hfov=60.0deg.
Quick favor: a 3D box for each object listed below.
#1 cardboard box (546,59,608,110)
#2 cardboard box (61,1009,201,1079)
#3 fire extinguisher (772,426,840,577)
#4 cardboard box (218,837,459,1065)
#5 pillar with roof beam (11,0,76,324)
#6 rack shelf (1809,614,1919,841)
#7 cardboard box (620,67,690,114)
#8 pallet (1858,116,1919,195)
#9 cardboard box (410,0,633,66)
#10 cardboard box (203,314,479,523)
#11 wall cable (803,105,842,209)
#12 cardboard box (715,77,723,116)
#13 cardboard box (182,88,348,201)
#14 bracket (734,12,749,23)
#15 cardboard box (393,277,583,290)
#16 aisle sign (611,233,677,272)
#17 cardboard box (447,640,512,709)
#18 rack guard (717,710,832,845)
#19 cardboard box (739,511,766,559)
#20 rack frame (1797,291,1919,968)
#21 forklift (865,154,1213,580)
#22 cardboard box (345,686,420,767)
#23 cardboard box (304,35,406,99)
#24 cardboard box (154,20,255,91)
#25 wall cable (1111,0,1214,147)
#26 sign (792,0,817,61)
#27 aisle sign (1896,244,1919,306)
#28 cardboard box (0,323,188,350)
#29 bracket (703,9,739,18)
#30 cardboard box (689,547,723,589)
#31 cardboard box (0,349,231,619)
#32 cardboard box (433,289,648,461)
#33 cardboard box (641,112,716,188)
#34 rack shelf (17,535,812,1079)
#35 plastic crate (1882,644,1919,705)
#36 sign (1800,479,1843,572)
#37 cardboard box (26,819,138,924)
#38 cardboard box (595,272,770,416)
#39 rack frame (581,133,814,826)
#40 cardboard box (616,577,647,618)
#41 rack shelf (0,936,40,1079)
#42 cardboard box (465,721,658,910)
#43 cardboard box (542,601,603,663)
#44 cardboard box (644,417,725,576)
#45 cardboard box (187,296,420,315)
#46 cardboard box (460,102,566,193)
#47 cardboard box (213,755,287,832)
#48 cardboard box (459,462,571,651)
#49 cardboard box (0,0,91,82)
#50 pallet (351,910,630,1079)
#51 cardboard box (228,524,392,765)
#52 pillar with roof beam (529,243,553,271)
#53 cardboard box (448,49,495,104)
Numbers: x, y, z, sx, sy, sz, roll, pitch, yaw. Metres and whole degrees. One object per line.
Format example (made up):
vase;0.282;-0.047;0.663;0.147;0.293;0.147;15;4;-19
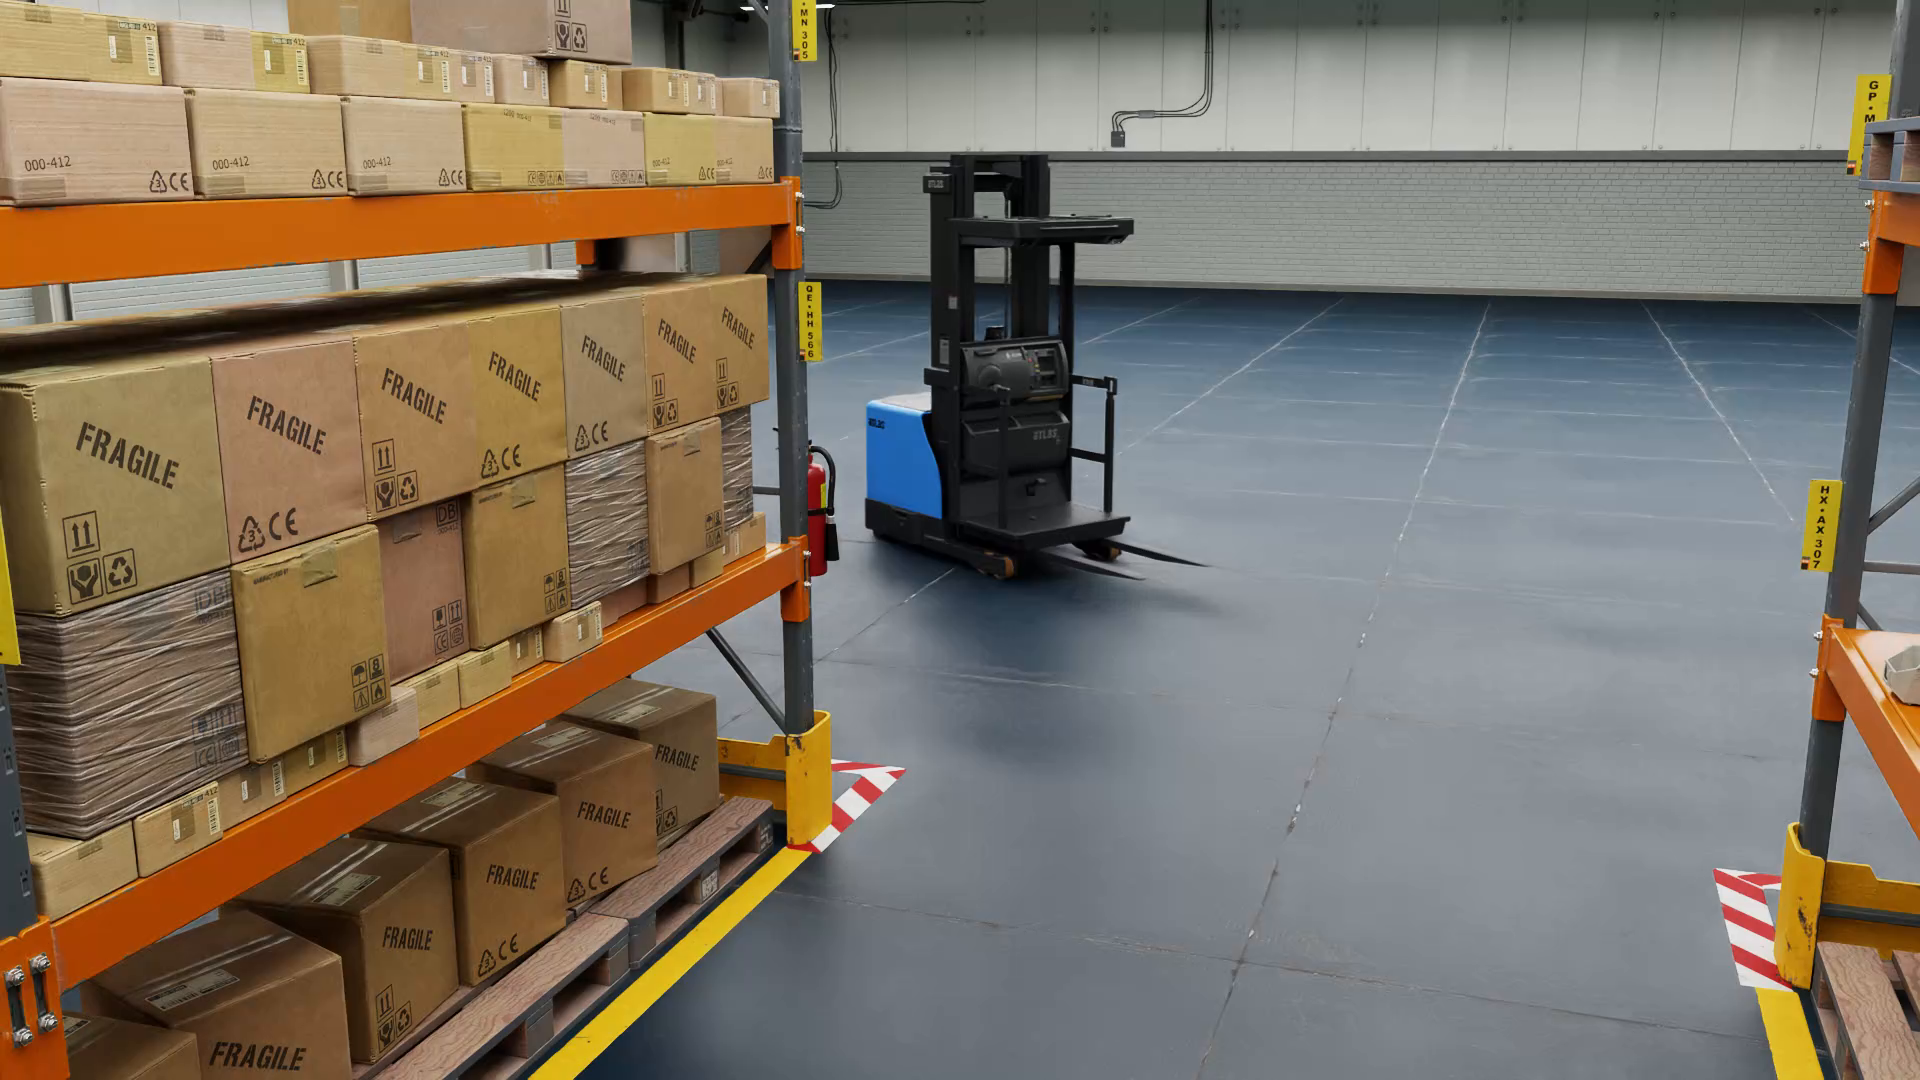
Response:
cardboard box;-1.362;-1.461;5.347;0.380;0.149;0.250;4;13;16
cardboard box;-2.266;1.543;4.158;0.500;0.500;0.500;4;13;17
fire extinguisher;-0.666;-0.185;7.229;0.296;0.674;0.183;4;14;18
cardboard box;-1.962;1.286;5.287;0.500;0.500;0.500;3;13;13
pillar with roof beam;-8.336;-6.361;20.635;9.100;9.000;0.400;4;14;18
rack shelf;2.900;0.897;3.933;1.077;0.370;4.000;4;14;18
cardboard box;-1.173;-1.568;5.815;0.380;0.149;0.250;4;14;19
pallet;3.187;-1.078;4.653;1.003;0.211;1.213;4;14;18
cardboard box;-1.402;-1.787;5.317;0.500;0.500;0.500;4;14;18
cardboard box;-1.725;-0.357;4.673;0.500;0.500;0.500;4;14;18
wall cable;-4.381;-9.472;41.244;3.097;2.526;0.112;4;14;18
cardboard box;-1.129;-1.688;6.341;0.380;0.149;0.250;4;13;17
cardboard box;-1.879;-0.966;4.078;0.500;0.250;0.500;4;14;18
bracket;-5.349;-12.777;40.655;0.235;0.232;0.430;4;14;18
cardboard box;-1.744;-0.712;6.225;0.500;0.500;0.500;4;14;18
aisle sign;-1.403;-1.533;7.123;0.394;0.787;0.004;4;14;18
cardboard box;-1.607;0.393;5.090;0.380;0.149;0.250;4;14;18
rack guard;-1.164;1.003;7.469;1.175;0.500;0.348;4;14;18
cardboard box;-1.036;-0.034;6.960;0.380;0.149;0.250;4;14;18
rack frame;3.547;0.125;5.698;1.000;3.000;0.127;4;14;18
forklift;0.538;-1.269;11.962;1.130;2.935;3.031;-9;16;-36
cardboard box;-1.740;0.500;4.619;0.380;0.149;0.250;4;14;18
cardboard box;-1.700;-1.240;4.381;0.380;0.149;0.250;4;13;17
cardboard box;-1.907;-1.136;3.923;0.380;0.149;0.250;4;14;19
wall cable;4.596;-11.957;37.511;2.305;6.003;0.169;4;14;18
sign;-0.621;-2.081;6.635;0.100;0.325;0.005;4;14;18
aisle sign;3.293;-1.178;5.568;0.394;0.787;0.004;4;14;18
cardboard box;-2.388;-0.290;4.379;0.500;0.500;0.500;4;14;18
bracket;-5.540;-12.652;40.110;0.076;0.066;3.189;4;14;18
cardboard box;-1.150;0.075;6.483;0.380;0.149;0.250;4;14;18
cardboard box;-2.048;-0.147;3.750;0.500;0.500;0.500;4;14;18
cardboard box;-1.404;-0.568;5.596;0.500;0.500;0.500;4;14;18
cardboard box;-1.214;-1.395;5.957;0.500;0.250;0.500;4;14;19
rack shelf;-1.787;0.540;5.496;1.077;0.370;4.000;4;14;18
plastic crate;2.953;0.419;5.003;0.298;0.136;0.250;4;14;18
sign;3.028;-0.050;5.845;0.100;0.325;0.005;4;14;18
cardboard box;-2.080;0.710;3.702;0.380;0.149;0.250;4;14;18
cardboard box;-1.084;-0.779;6.520;0.500;0.500;0.500;4;14;18
rack frame;-1.140;-0.231;7.261;1.000;3.000;0.127;4;14;18
cardboard box;-1.366;0.176;6.040;0.380;0.149;0.250;4;14;18
rack shelf;-3.081;1.383;1.806;1.077;0.370;4.000;4;14;18
cardboard box;-1.518;1.041;6.359;0.500;0.500;0.500;9;15;33
cardboard box;-1.422;0.289;5.544;0.380;0.149;0.250;4;14;18
cardboard box;-1.392;-0.197;6.219;0.875;0.500;0.500;4;14;18
cardboard box;-2.060;-0.501;5.300;0.500;0.500;0.500;4;14;18
cardboard box;-1.546;-1.182;5.021;0.500;0.250;0.500;4;13;17
cardboard box;-1.932;0.603;4.168;0.380;0.149;0.250;4;14;18
cardboard box;-1.767;0.009;5.313;0.875;0.500;0.500;4;14;18
cardboard box;-2.037;-1.019;3.412;0.380;0.149;0.250;4;13;17
pallet;-1.857;1.569;5.641;1.003;0.211;1.213;4;14;18
cardboard box;-2.035;0.224;4.372;0.875;0.500;0.500;4;14;18
pillar with roof beam;-4.454;-8.888;31.705;9.100;9.000;0.400;4;14;18
cardboard box;-1.600;-1.353;4.875;0.380;0.149;0.250;5;14;20
